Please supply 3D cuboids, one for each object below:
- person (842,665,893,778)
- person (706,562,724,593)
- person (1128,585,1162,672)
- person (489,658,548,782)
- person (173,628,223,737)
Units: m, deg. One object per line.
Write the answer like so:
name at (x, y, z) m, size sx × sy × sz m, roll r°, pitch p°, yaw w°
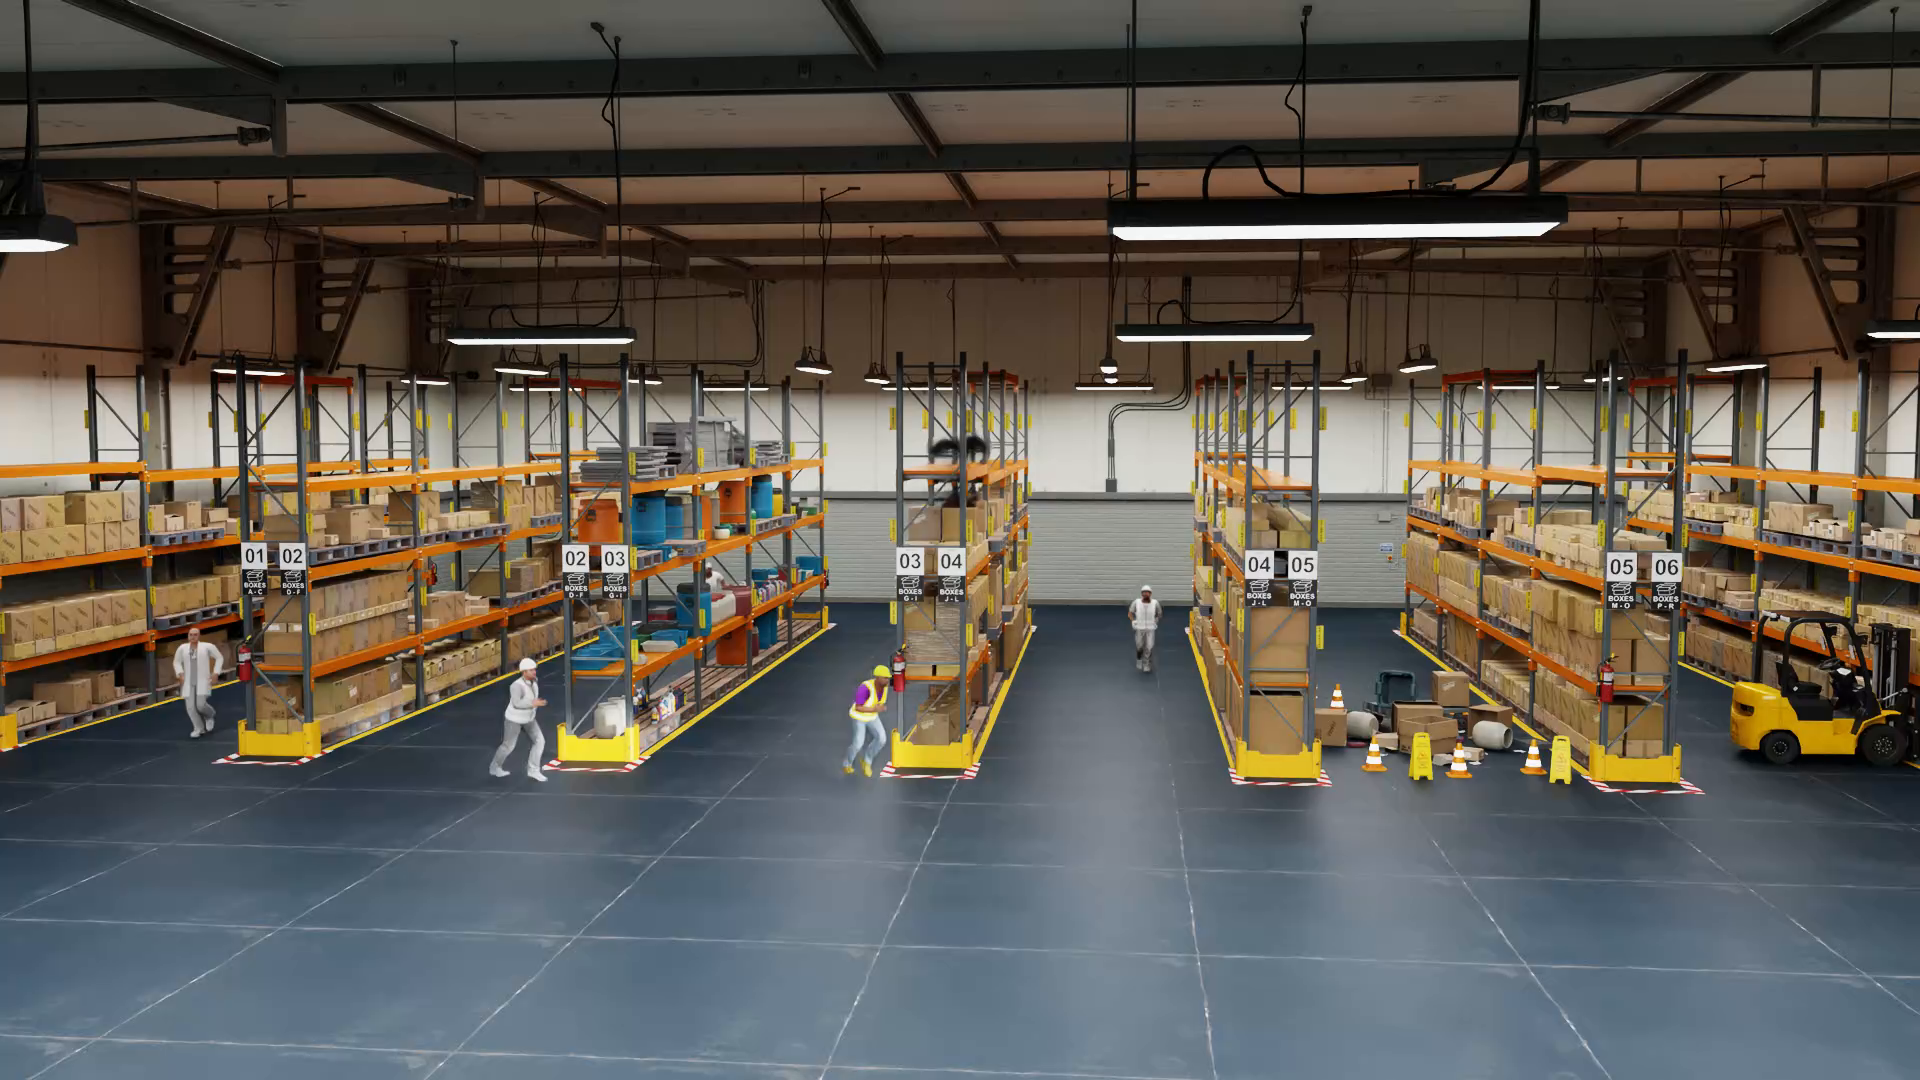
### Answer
person at (-1.280, 2.538, 23.384) m, size 0.945 × 1.625 × 0.741 m, roll 4°, pitch 5°, yaw 42°
person at (-5.884, 1.362, 39.168) m, size 0.662 × 1.707 × 0.942 m, roll 0°, pitch 4°, yaw -2°
person at (3.695, 1.778, 33.059) m, size 0.670 × 1.739 × 0.598 m, roll 0°, pitch 4°, yaw 3°
person at (-6.102, 2.502, 23.096) m, size 0.976 × 1.751 × 0.665 m, roll 2°, pitch 4°, yaw 22°
person at (-12.136, 2.259, 26.447) m, size 0.718 × 1.734 × 0.665 m, roll -1°, pitch 4°, yaw -8°
